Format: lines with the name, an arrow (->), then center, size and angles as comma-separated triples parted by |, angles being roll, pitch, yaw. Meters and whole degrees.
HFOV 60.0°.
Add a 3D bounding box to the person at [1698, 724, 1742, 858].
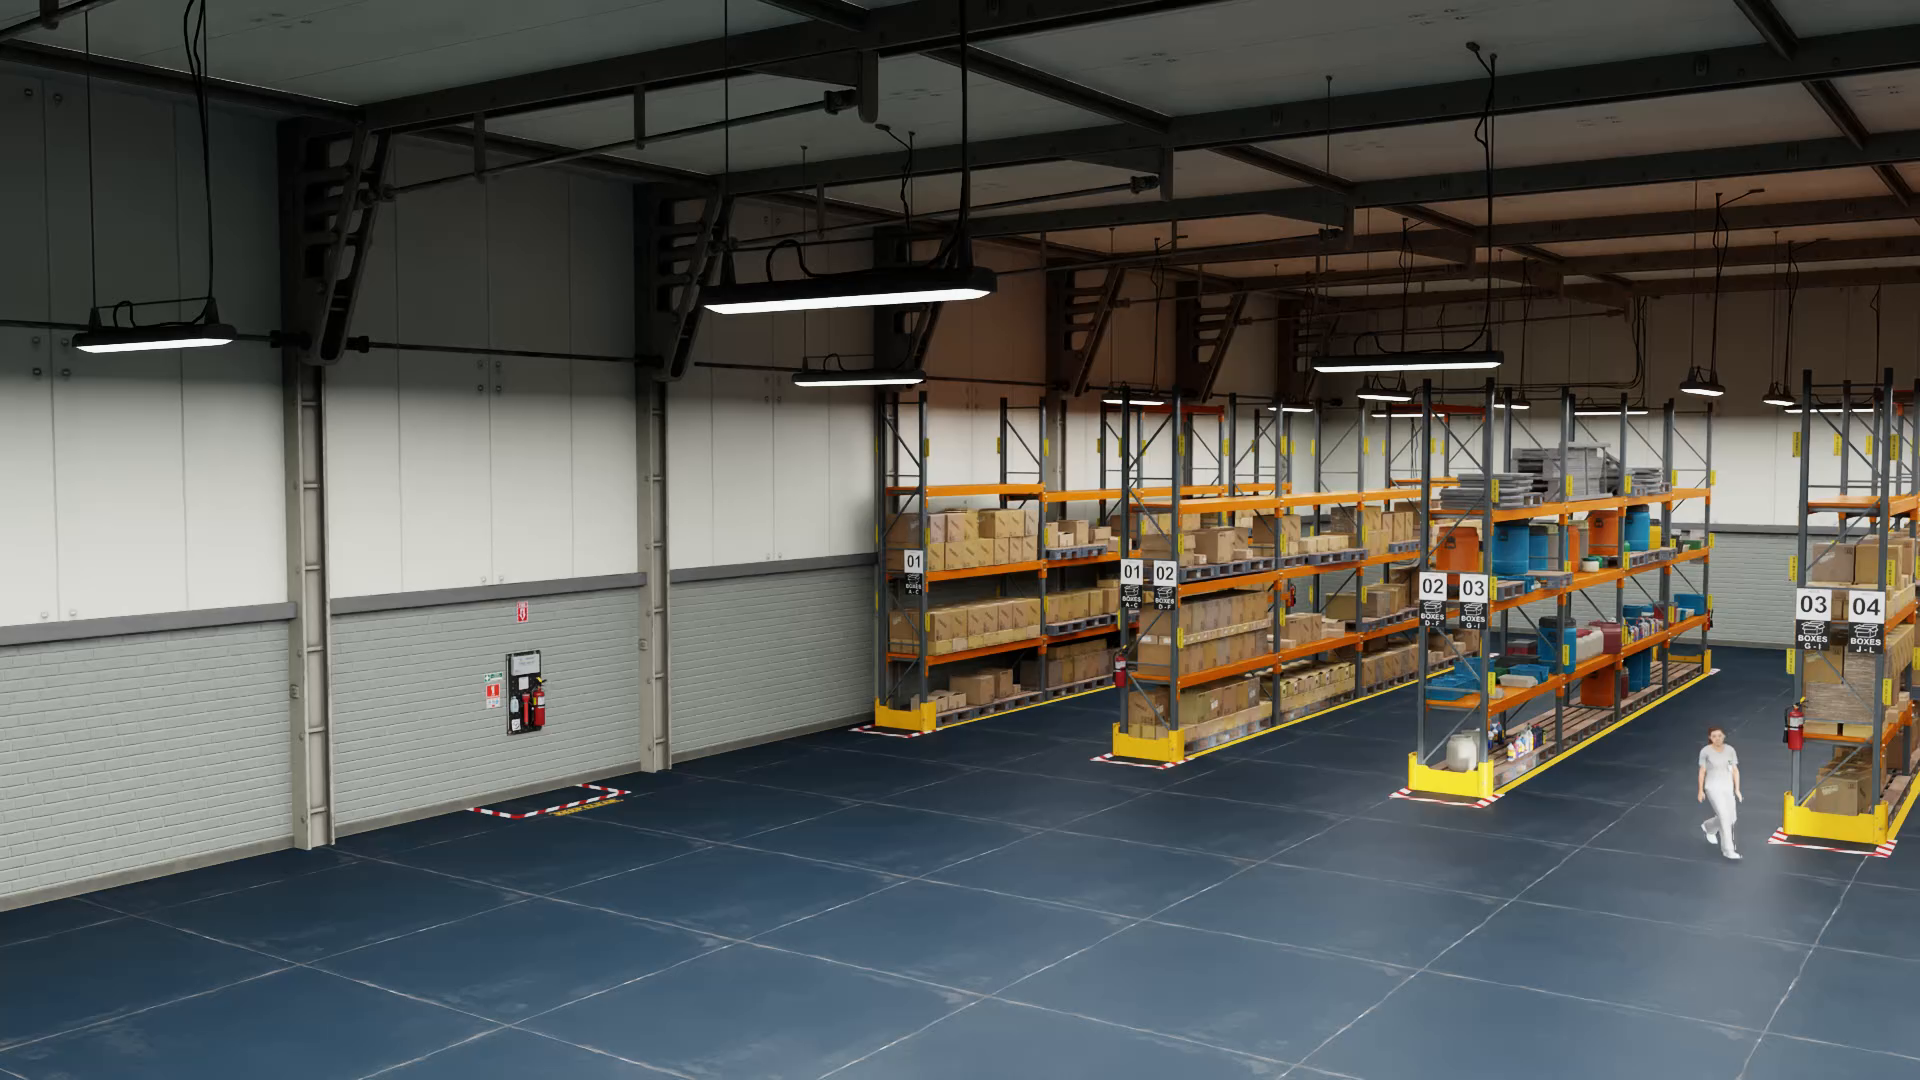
person -> 9.363, 3.064, 20.500 | 0.447, 1.584, 0.902 | 0, 3, 1
